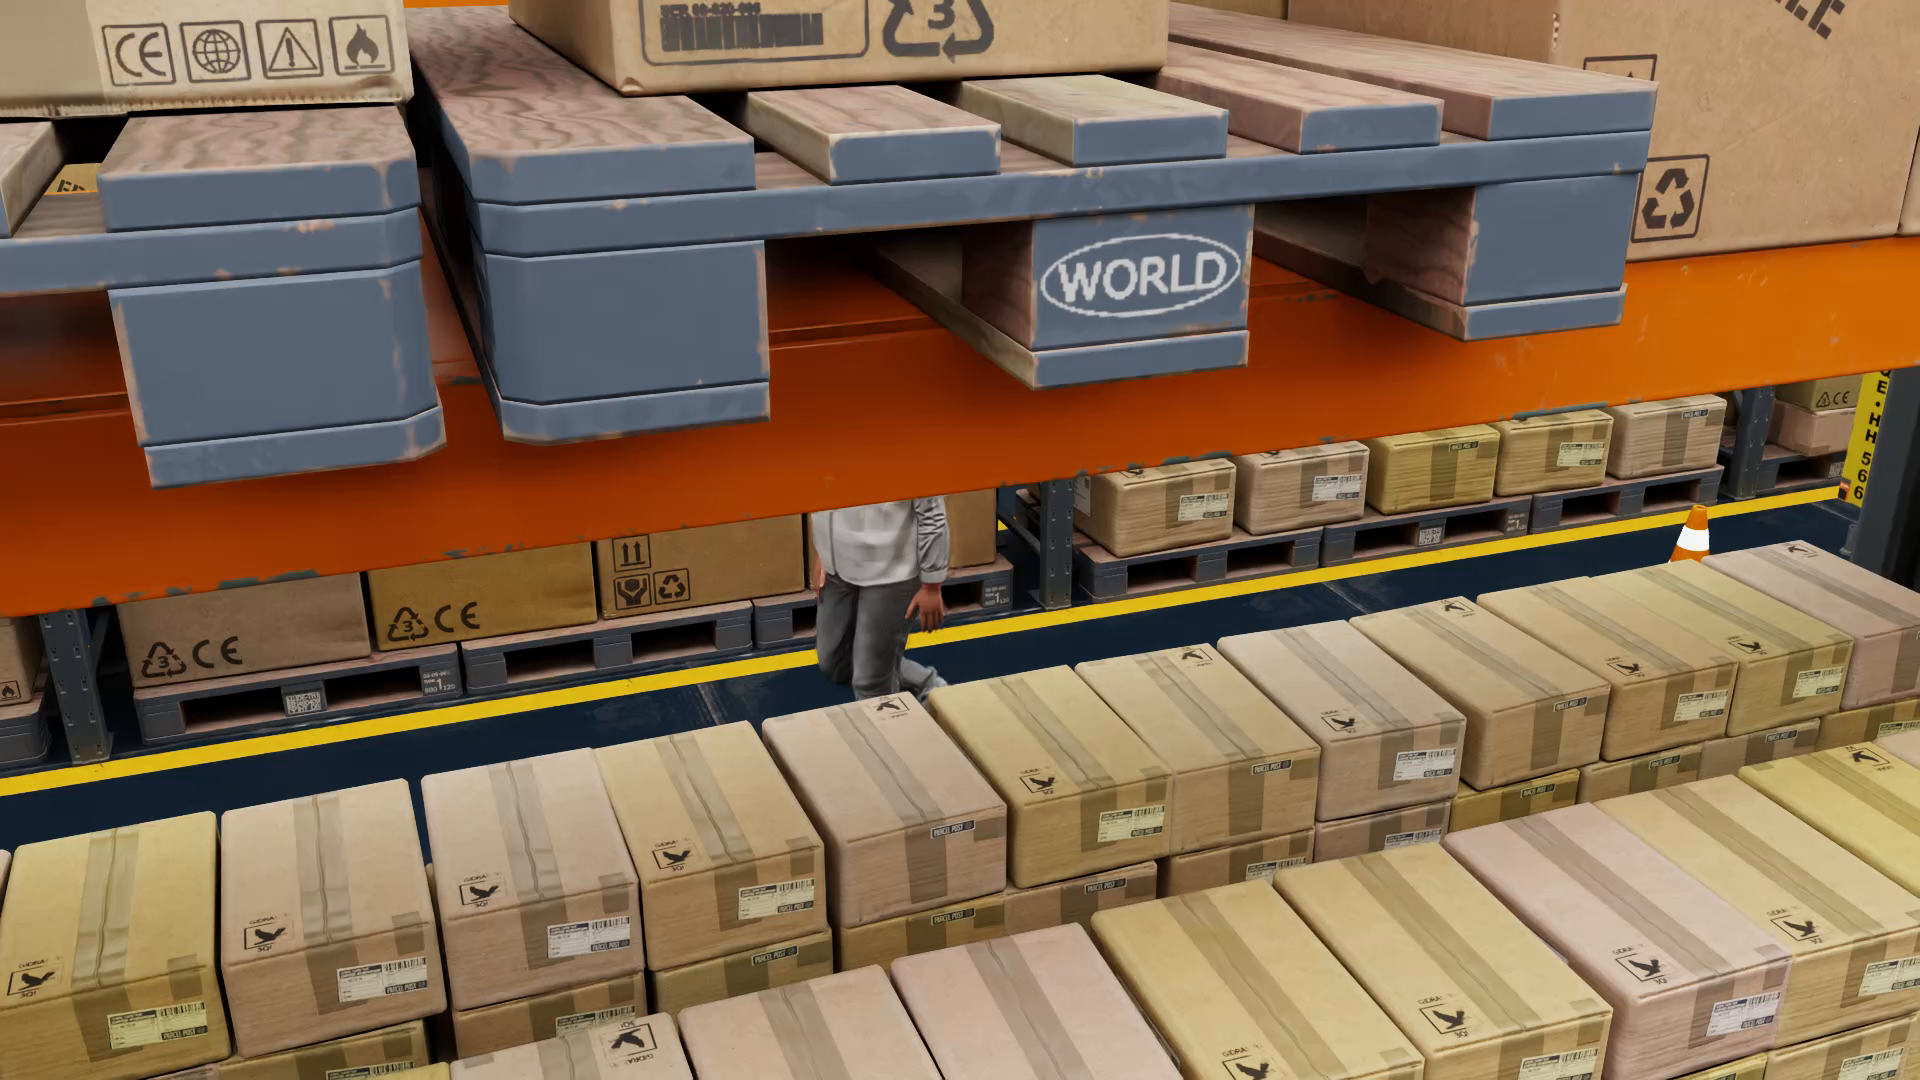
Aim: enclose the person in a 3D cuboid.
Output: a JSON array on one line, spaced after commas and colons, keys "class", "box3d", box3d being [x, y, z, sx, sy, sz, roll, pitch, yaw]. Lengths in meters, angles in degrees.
[{"class": "person", "box3d": [-0.241, 0.081, 5.838, 0.652, 1.768, 0.539, -19, 29, -38]}]
